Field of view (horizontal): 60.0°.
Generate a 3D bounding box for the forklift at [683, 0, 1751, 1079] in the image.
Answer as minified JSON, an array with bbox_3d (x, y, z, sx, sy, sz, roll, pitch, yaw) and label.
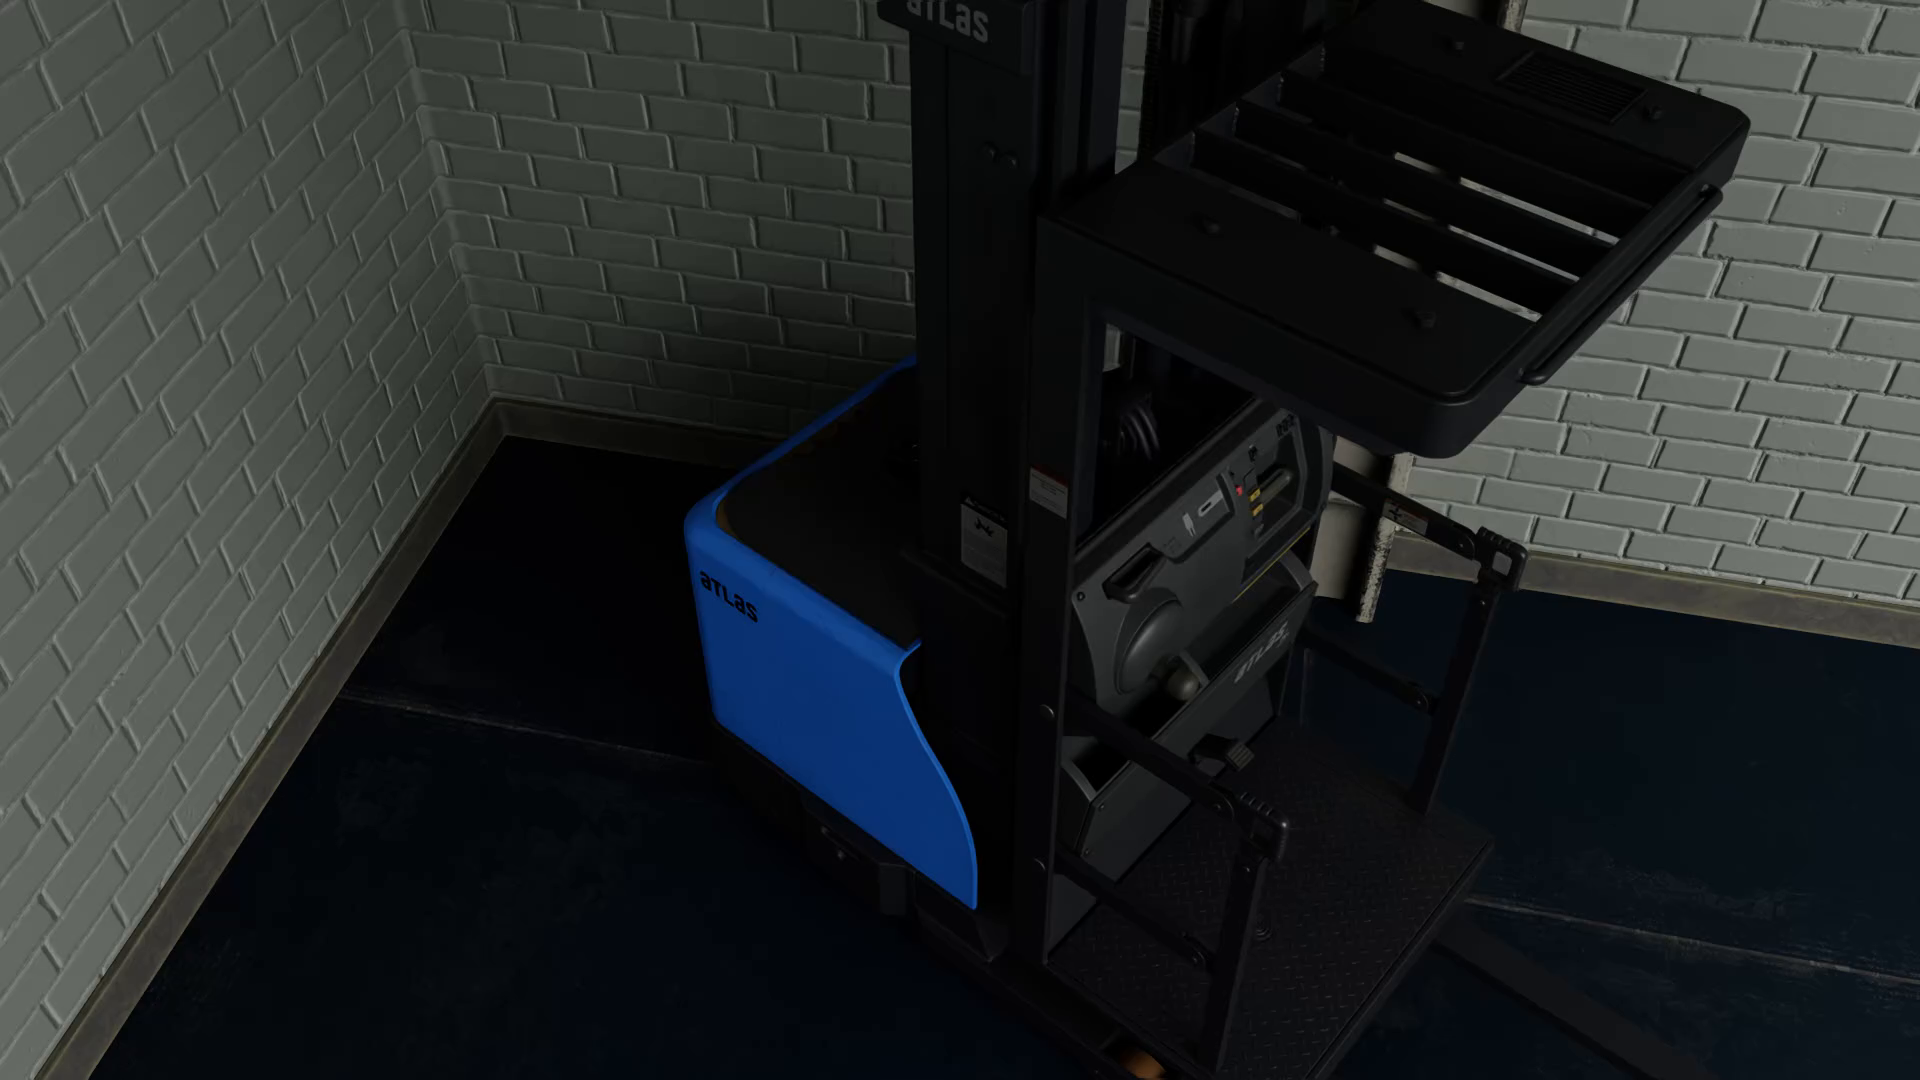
[{"bbox_3d":[0.712,0.065,3.569,3.031,2.935,1.130,31,52,28],"label":"forklift"}]
